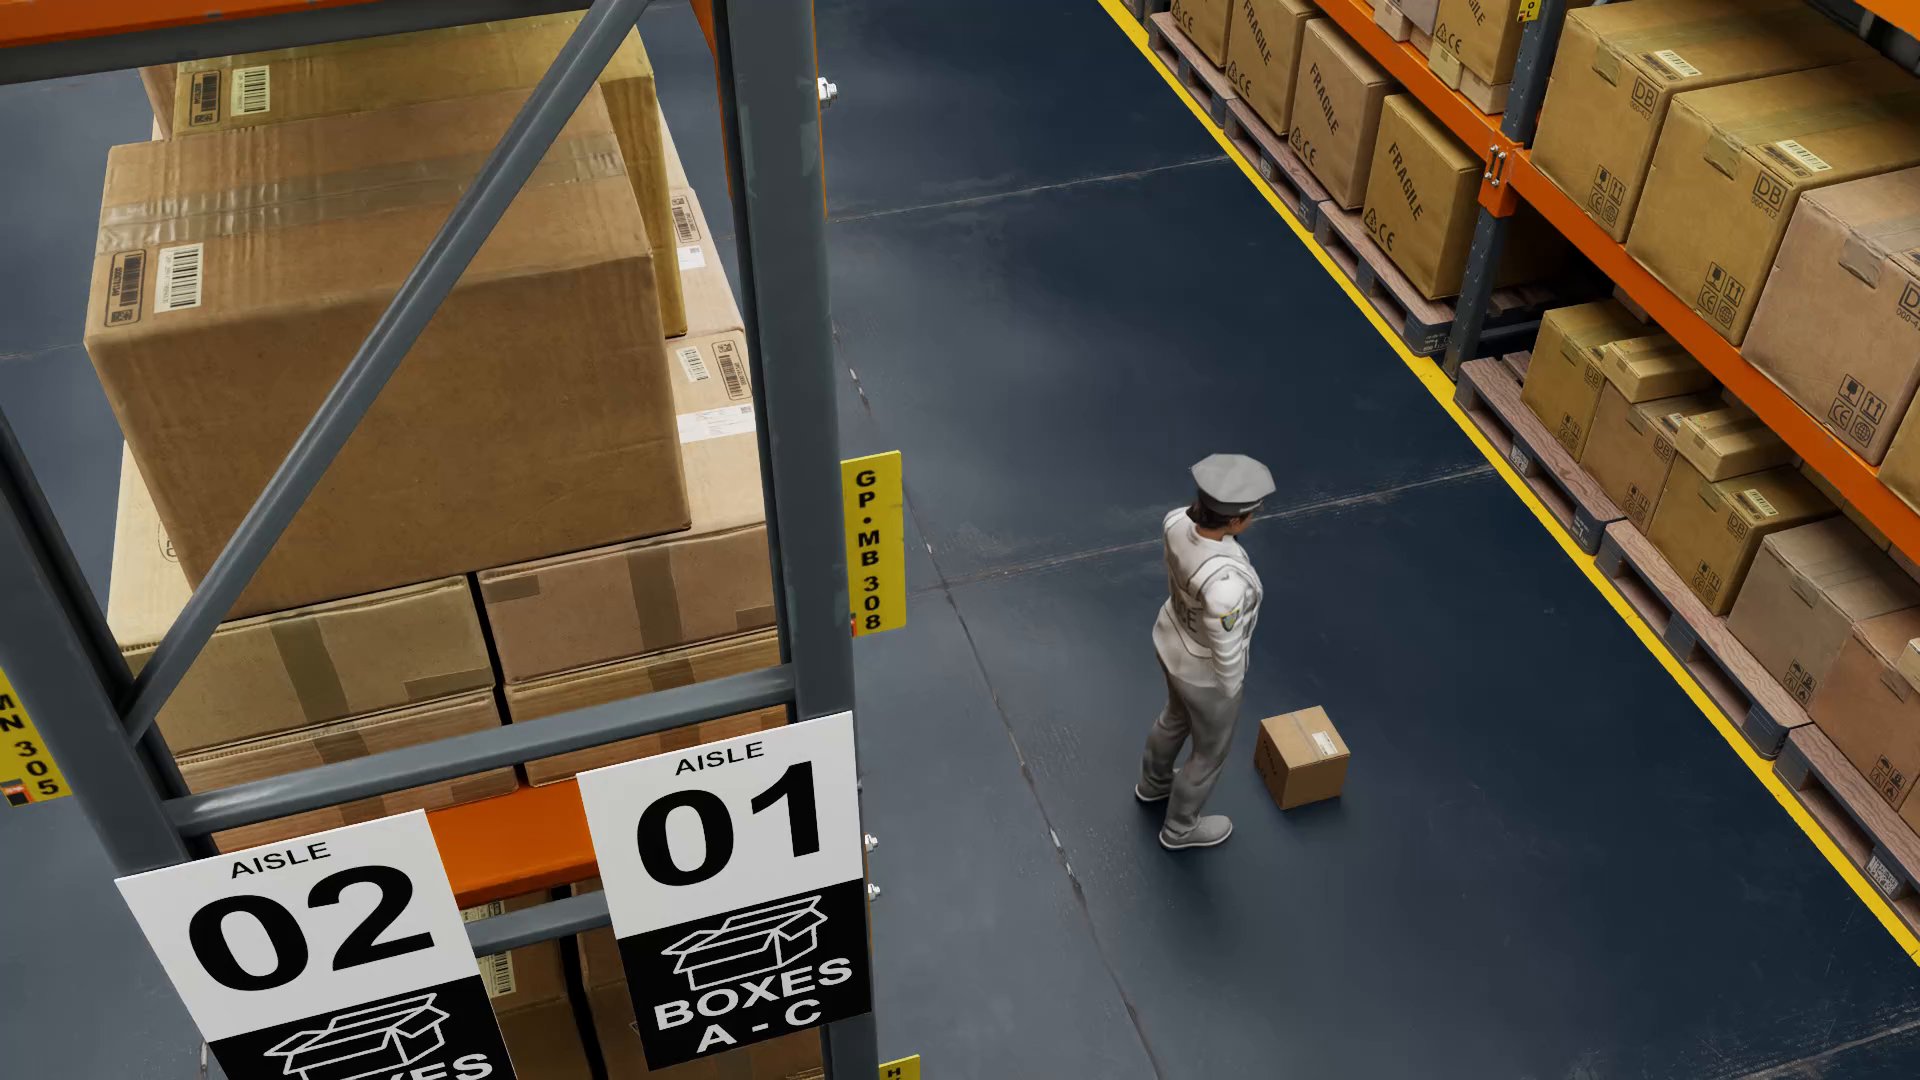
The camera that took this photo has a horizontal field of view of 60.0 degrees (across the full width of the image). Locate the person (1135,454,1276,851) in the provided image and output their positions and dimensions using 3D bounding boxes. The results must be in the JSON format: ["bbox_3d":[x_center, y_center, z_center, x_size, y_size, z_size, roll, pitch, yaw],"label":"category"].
[{"bbox_3d":[0.830,0.401,5.730,0.327,1.662,0.473,-11,44,-12],"label":"person"}]
